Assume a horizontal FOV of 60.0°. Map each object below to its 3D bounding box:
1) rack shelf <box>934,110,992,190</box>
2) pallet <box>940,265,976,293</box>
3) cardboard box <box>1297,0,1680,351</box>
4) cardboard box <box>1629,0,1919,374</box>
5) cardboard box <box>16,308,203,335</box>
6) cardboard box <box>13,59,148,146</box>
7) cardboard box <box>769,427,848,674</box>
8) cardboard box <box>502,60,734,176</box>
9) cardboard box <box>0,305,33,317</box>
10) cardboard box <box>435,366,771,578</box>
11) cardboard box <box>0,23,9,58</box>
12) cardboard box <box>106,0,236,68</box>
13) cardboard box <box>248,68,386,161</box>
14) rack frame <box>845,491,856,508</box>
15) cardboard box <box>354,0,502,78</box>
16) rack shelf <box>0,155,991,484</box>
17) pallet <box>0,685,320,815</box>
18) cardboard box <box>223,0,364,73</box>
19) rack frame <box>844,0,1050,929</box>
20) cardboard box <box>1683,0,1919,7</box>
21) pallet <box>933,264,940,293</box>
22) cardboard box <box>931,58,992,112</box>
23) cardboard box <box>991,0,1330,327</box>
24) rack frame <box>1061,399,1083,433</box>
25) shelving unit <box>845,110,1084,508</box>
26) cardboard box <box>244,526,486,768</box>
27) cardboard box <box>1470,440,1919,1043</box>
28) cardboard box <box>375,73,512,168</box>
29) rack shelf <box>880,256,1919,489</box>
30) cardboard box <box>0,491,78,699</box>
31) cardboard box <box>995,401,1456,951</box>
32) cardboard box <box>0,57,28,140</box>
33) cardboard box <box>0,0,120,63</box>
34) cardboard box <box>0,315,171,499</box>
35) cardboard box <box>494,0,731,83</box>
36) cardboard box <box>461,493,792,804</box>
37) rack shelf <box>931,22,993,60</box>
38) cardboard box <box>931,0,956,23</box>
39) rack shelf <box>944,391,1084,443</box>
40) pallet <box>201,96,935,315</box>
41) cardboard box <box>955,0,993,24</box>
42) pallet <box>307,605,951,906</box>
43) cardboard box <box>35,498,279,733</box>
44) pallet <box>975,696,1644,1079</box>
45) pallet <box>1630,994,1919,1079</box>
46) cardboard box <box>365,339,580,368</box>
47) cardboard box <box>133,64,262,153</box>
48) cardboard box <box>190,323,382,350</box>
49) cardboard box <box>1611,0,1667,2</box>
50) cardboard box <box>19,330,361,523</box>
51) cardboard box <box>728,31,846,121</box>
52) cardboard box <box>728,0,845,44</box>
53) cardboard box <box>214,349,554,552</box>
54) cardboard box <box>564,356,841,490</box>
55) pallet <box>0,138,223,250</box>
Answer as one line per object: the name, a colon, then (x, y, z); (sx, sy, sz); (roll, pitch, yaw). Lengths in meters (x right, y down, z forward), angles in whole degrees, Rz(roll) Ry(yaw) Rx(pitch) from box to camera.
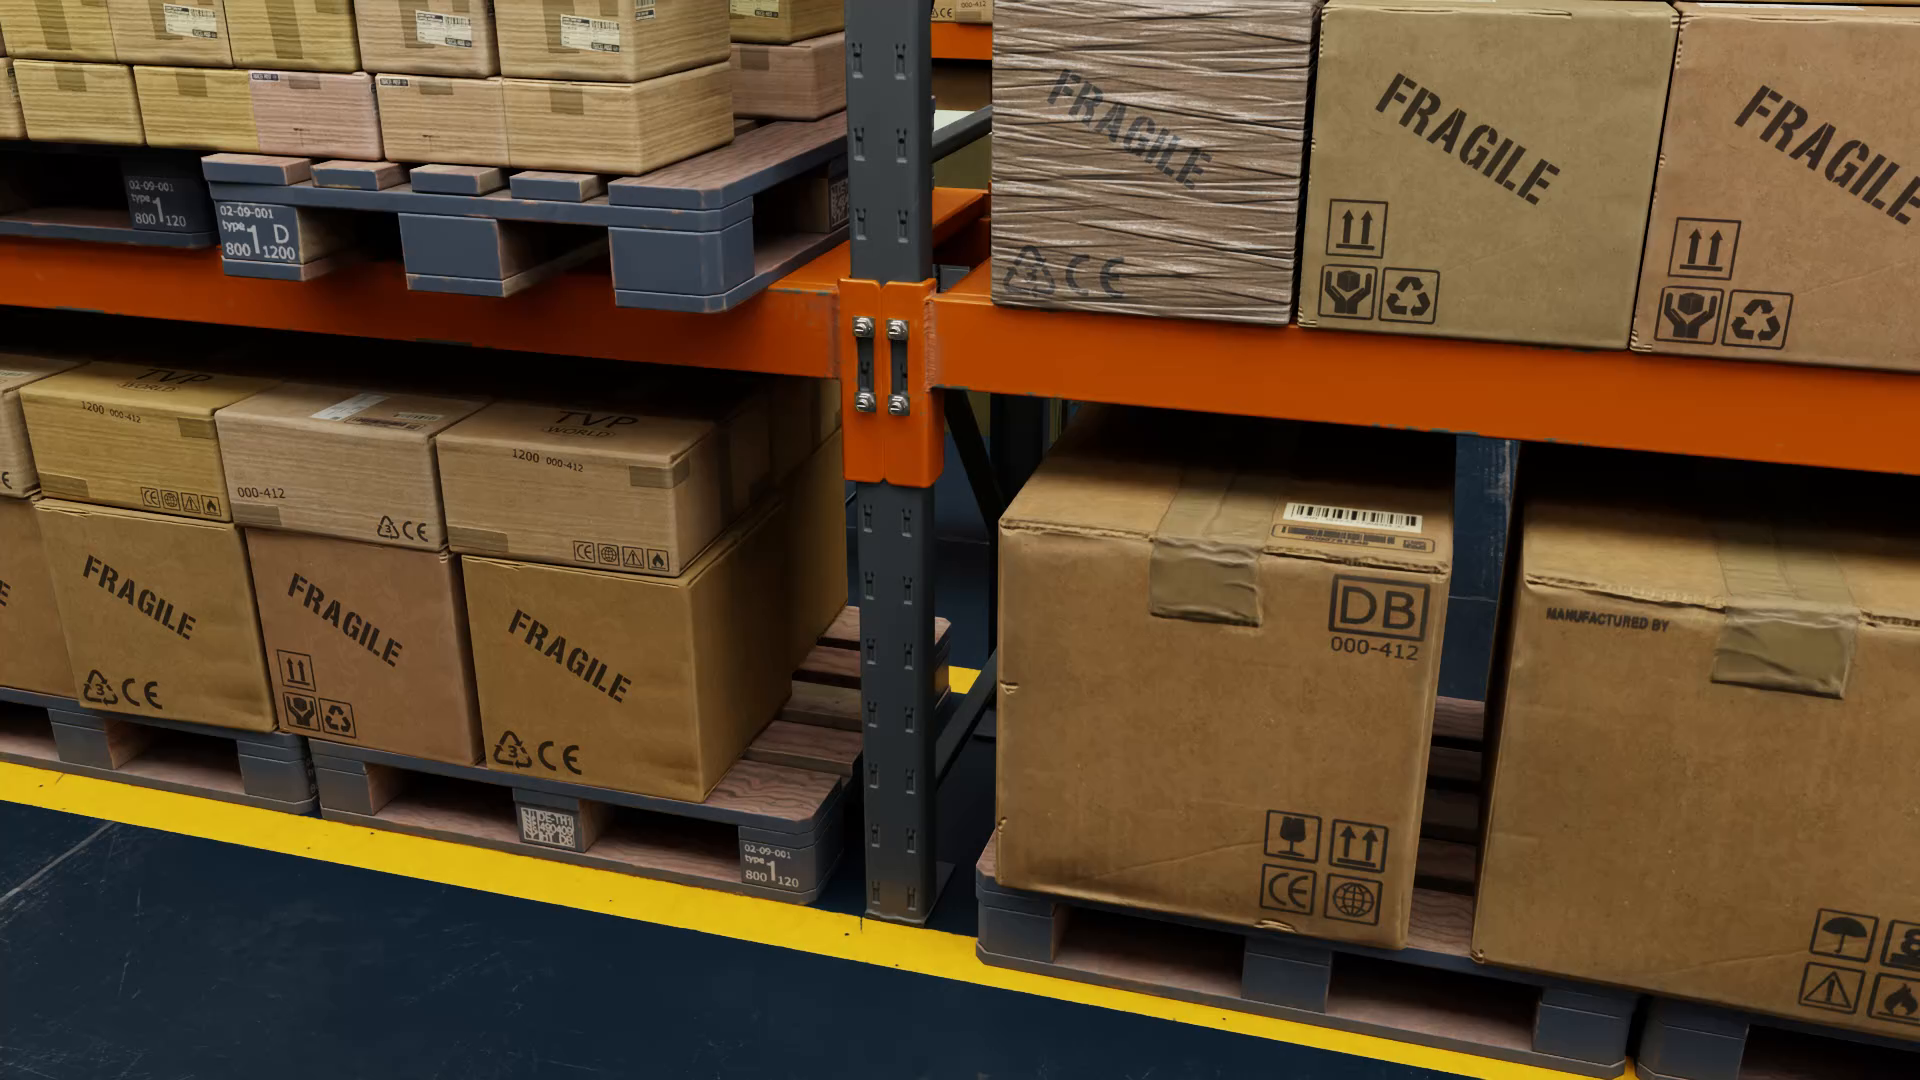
rack shelf: (0.006, -1.054, 4.836); (0.720, 0.370, 0.431); (7, 23, 16)
pallet: (0.611, -1.424, 8.463); (1.213, 0.211, 1.003); (7, 23, 16)
cardboard box: (0.851, -0.635, 2.734); (0.500, 0.500, 0.500); (6, 23, 15)
cardboard box: (1.333, -0.580, 2.599); (0.500, 0.500, 0.500); (7, 23, 15)
cardboard box: (-2.034, -0.510, 4.314); (0.500, 0.250, 0.500); (5, 23, 13)
cardboard box: (-1.573, -0.869, 3.215); (0.250, 0.149, 0.380); (6, 23, 13)
cardboard box: (-0.592, 0.001, 4.055); (0.500, 0.500, 0.500); (6, 23, 13)
cardboard box: (-0.594, -0.756, 2.938); (0.250, 0.149, 0.380); (7, 23, 16)
cardboard box: (-2.544, -0.563, 4.442); (0.500, 0.250, 0.500); (8, 24, 18)
cardboard box: (-0.719, -0.155, 3.448); (0.500, 0.250, 0.500); (6, 23, 14)
cardboard box: (-1.829, -1.036, 3.228); (0.250, 0.149, 0.380); (7, 23, 17)
cardboard box: (-1.341, -0.979, 3.091); (0.250, 0.149, 0.380); (7, 23, 16)
cardboard box: (-1.077, -0.812, 3.074); (0.250, 0.149, 0.380); (7, 23, 16)
rack frame: (-0.344, -0.733, 5.081); (0.023, 1.500, 0.400); (7, 23, 16)
cardboard box: (-0.849, -0.924, 2.955); (0.250, 0.149, 0.380); (7, 23, 18)
rack shelf: (-1.904, -0.677, 3.916); (4.000, 0.370, 1.077); (7, 23, 16)
pallet: (-1.901, 0.279, 4.312); (1.213, 0.211, 1.003); (7, 23, 16)
cardboard box: (-1.102, -0.952, 3.023); (0.250, 0.149, 0.380); (7, 23, 17)
rack frame: (0.011, -0.791, 3.245); (0.127, 3.000, 1.000); (7, 23, 16)
cardboard box: (1.415, -1.136, 2.639); (0.500, 0.500, 0.700); (6, 23, 15)
pallet: (-0.553, -1.558, 8.791); (1.213, 0.211, 1.003); (7, 23, 16)
cardboard box: (-0.146, -2.017, 8.481); (0.875, 0.875, 0.875); (7, 23, 16)
cardboard box: (0.363, -0.690, 2.867); (0.500, 0.500, 0.500); (7, 23, 16)
rack frame: (0.357, -0.653, 4.886); (0.023, 1.500, 0.400); (7, 23, 16)
shelving unit: (0.006, -0.693, 4.984); (0.755, 1.500, 0.431); (7, 23, 16)
cardboard box: (-1.190, 0.136, 3.726); (0.500, 0.500, 0.500); (8, 23, 18)
cardboard box: (1.406, 0.250, 3.119); (0.750, 0.750, 1.050); (7, 23, 16)
cardboard box: (-0.831, -0.784, 3.006); (0.250, 0.149, 0.380); (6, 23, 15)
rack shelf: (1.926, -0.239, 2.847); (4.000, 0.370, 1.077); (7, 23, 16)
cardboard box: (-2.175, 0.020, 4.009); (0.500, 0.500, 0.500); (7, 23, 16)
cardboard box: (0.568, 0.155, 3.350); (0.750, 0.750, 1.050); (6, 23, 15)
cardboard box: (-1.820, -0.898, 3.285); (0.250, 0.149, 0.380); (7, 23, 17)
cardboard box: (-1.579, -1.007, 3.159); (0.250, 0.149, 0.380); (6, 23, 15)
cardboard box: (-2.190, -0.322, 3.855); (0.500, 0.250, 0.500); (7, 23, 18)
cardboard box: (-0.593, -0.895, 2.885); (0.250, 0.149, 0.380); (7, 23, 17)
cardboard box: (-0.694, 0.194, 3.584); (0.500, 0.500, 0.500); (6, 23, 15)
rack shelf: (-0.570, -2.487, 8.328); (4.000, 0.370, 1.077); (7, 23, 16)
cardboard box: (-0.186, -2.603, 7.862); (0.500, 0.250, 0.500); (6, 23, 15)
rack shelf: (0.006, -0.392, 5.107); (0.720, 0.370, 0.431); (7, 23, 16)
pallet: (-0.702, -0.741, 3.378); (1.003, 0.211, 1.213); (7, 23, 16)
cardboard box: (0.291, -2.542, 7.713); (0.500, 0.250, 0.500); (7, 23, 16)
pallet: (-0.737, 0.413, 3.985); (1.213, 0.211, 1.003); (7, 23, 16)
cardboard box: (-1.701, 0.084, 3.853); (0.500, 0.500, 0.500); (5, 23, 13)
pallet: (0.744, 0.613, 3.497); (1.213, 0.211, 1.003); (7, 23, 16)
pallet: (1.908, 0.748, 3.169); (1.213, 0.211, 1.003); (7, 23, 16)
cardboard box: (-1.065, -0.395, 4.032); (0.500, 0.250, 0.500); (6, 23, 15)
cardboard box: (-1.315, -0.840, 3.144); (0.250, 0.149, 0.380); (6, 23, 15)
cardboard box: (-1.535, -0.454, 4.175); (0.500, 0.250, 0.500); (7, 23, 16)
cardboard box: (0.923, -1.192, 2.774); (0.500, 0.500, 0.700); (6, 23, 15)
cardboard box: (-1.688, -0.268, 3.723); (0.500, 0.250, 0.500); (7, 23, 17)
cardboard box: (-0.359, -0.991, 3.512); (0.250, 0.149, 0.380); (6, 23, 15)
cardboard box: (-0.393, -1.132, 3.464); (0.250, 0.149, 0.380); (8, 24, 18)
cardboard box: (-1.206, -0.207, 3.573); (0.500, 0.250, 0.500); (7, 23, 16)
cardboard box: (-0.579, -0.339, 3.896); (0.500, 0.250, 0.500); (5, 23, 13)
pallet: (-1.896, -0.904, 3.774); (1.213, 0.211, 1.003); (7, 23, 16)
